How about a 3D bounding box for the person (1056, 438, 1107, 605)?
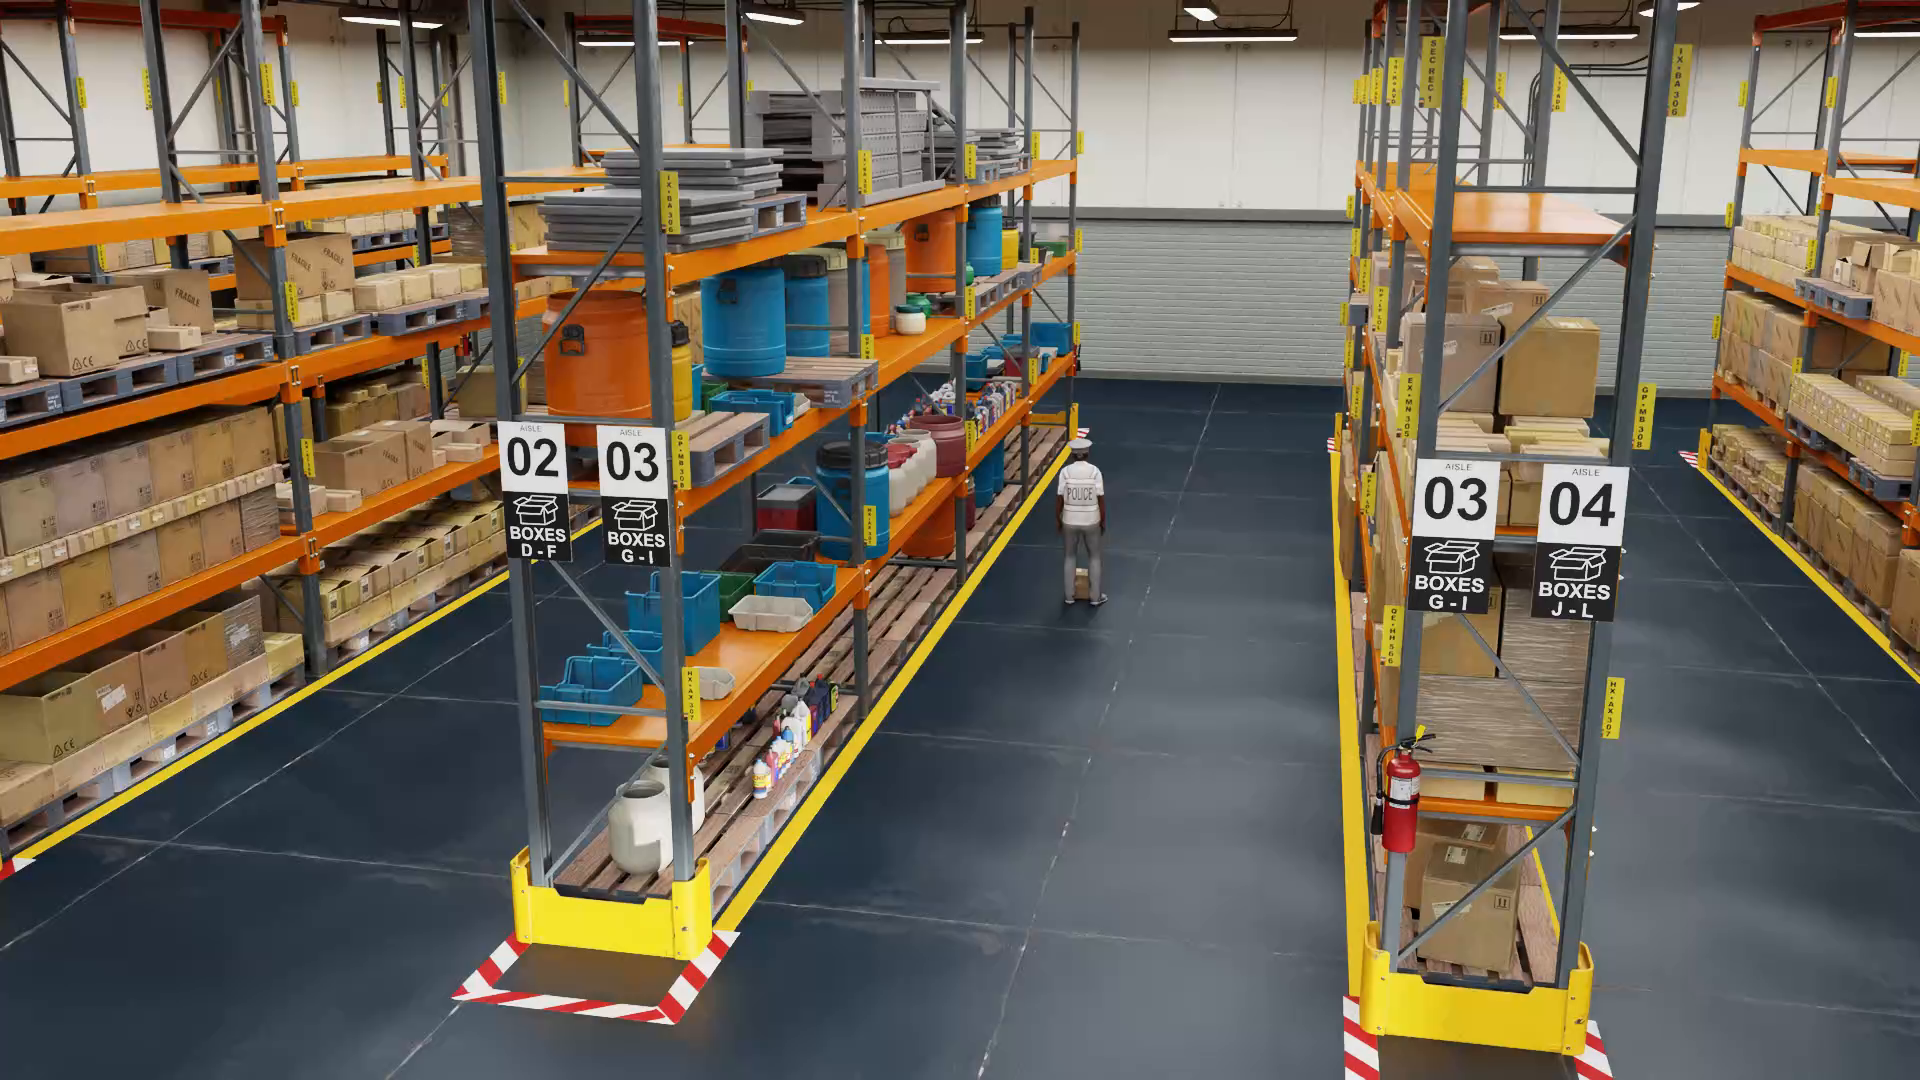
[{"bbox_3d":[1.223,-0.172,16.664,0.531,1.660,0.398,2,15,8],"label":"person"}]
